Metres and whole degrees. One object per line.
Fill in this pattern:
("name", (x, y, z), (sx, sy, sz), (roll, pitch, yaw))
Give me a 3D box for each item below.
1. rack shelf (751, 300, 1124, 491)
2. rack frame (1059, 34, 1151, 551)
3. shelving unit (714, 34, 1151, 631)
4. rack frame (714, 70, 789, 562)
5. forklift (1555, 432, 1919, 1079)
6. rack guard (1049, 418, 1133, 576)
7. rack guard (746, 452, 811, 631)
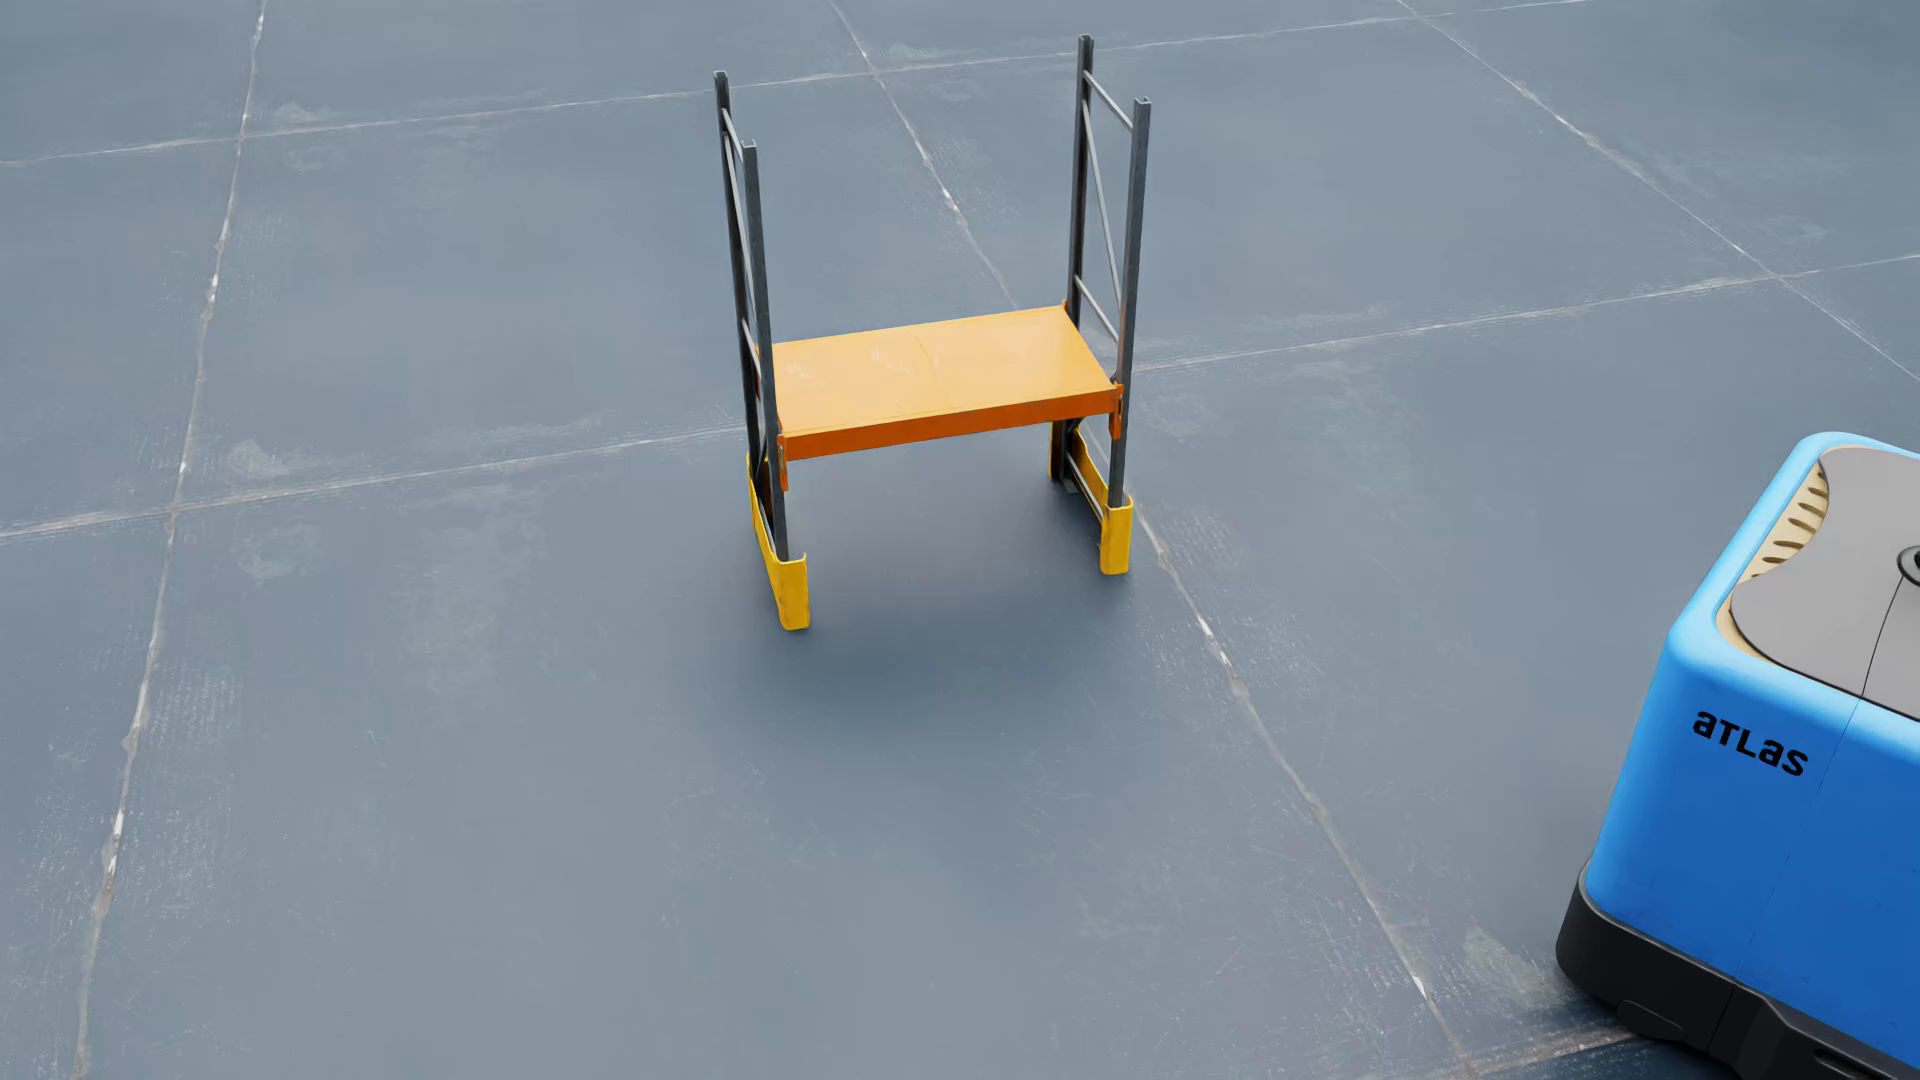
("rack shelf", (-0.082, -0.439, 4.886), (1.000, 0.185, 0.538), (-9, 38, -12))
("rack frame", (0.408, -0.663, 4.882), (0.032, 1.500, 0.500), (-9, 38, -12))
("shelving unit", (-0.074, -0.584, 4.779), (1.083, 1.500, 0.587), (-9, 38, -12))
("rack frame", (-0.573, -0.502, 4.671), (0.032, 1.500, 0.500), (-9, 38, -12))
("forklift", (2.856, 0.198, 2.579), (3.031, 2.935, 1.130), (25, 44, 29))
("rack guard", (0.407, -0.166, 5.261), (0.087, 0.250, 0.587), (-9, 38, -12))
("rack guard", (-0.554, -0.008, 5.055), (0.087, 0.250, 0.587), (-9, 38, -12))
